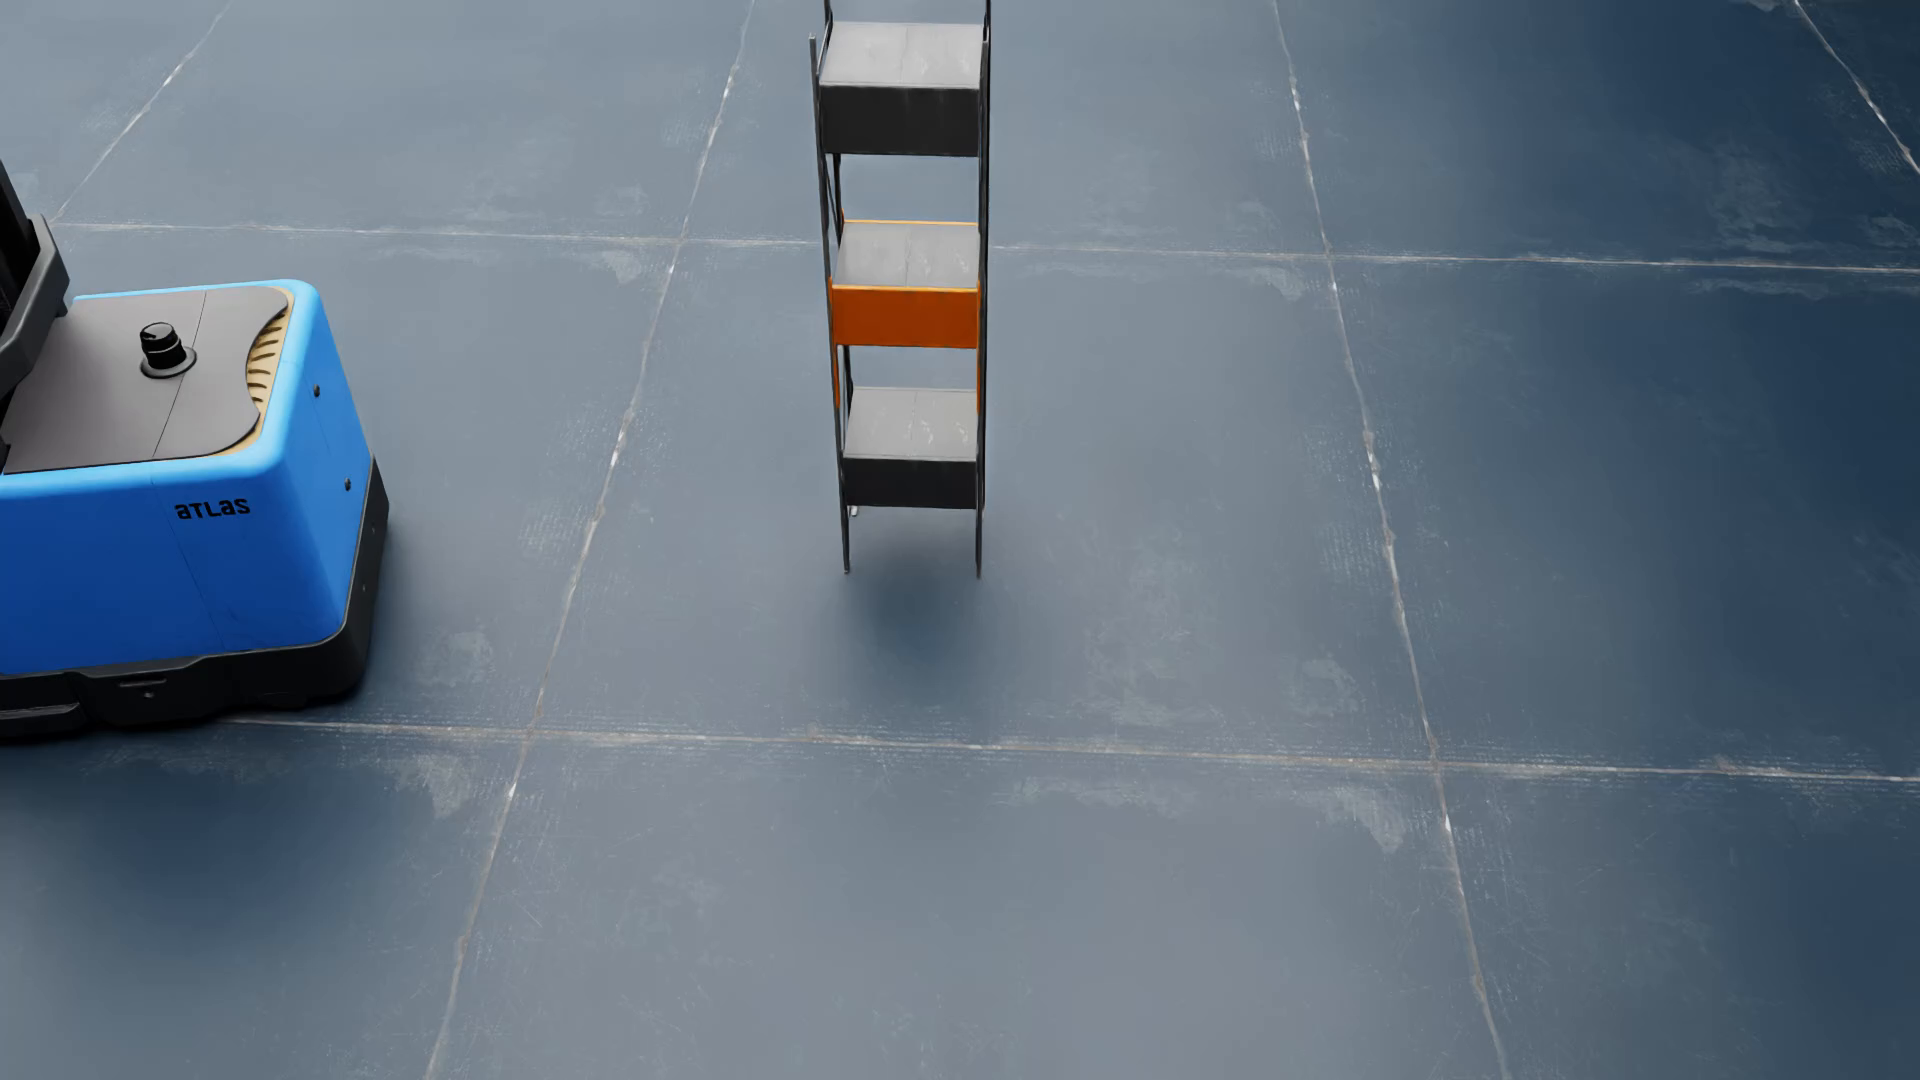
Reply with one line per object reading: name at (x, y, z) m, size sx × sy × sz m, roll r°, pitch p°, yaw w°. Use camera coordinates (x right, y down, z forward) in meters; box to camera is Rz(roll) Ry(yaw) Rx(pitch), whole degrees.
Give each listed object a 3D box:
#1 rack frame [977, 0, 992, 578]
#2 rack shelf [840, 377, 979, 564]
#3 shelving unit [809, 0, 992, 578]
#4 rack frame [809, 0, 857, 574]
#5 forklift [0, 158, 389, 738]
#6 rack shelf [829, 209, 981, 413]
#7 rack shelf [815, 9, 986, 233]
rack frame at (0.078, -0.766, 5.532) m, size 0.015 × 2.100 × 0.400 m, roll 2°, pitch 43°, yaw 2°
rack shelf at (-0.165, -0.251, 6.026) m, size 0.480 × 0.518 × 0.431 m, roll 2°, pitch 43°, yaw 2°
shelving unit at (-0.165, -0.773, 5.540) m, size 0.503 × 2.100 × 0.431 m, roll 2°, pitch 43°, yaw 2°
rack frame at (-0.409, -0.781, 5.548) m, size 0.015 × 2.100 × 0.400 m, roll 2°, pitch 43°, yaw 2°
forklift at (-3.591, -0.710, 4.862) m, size 3.031 × 2.935 × 1.130 m, roll -6°, pitch 43°, yaw -6°
rack shelf at (-0.165, -0.763, 5.549) m, size 0.480 × 0.518 × 0.431 m, roll 2°, pitch 43°, yaw 2°
rack shelf at (-0.165, -1.276, 5.072) m, size 0.480 × 0.518 × 0.431 m, roll 2°, pitch 43°, yaw 2°
